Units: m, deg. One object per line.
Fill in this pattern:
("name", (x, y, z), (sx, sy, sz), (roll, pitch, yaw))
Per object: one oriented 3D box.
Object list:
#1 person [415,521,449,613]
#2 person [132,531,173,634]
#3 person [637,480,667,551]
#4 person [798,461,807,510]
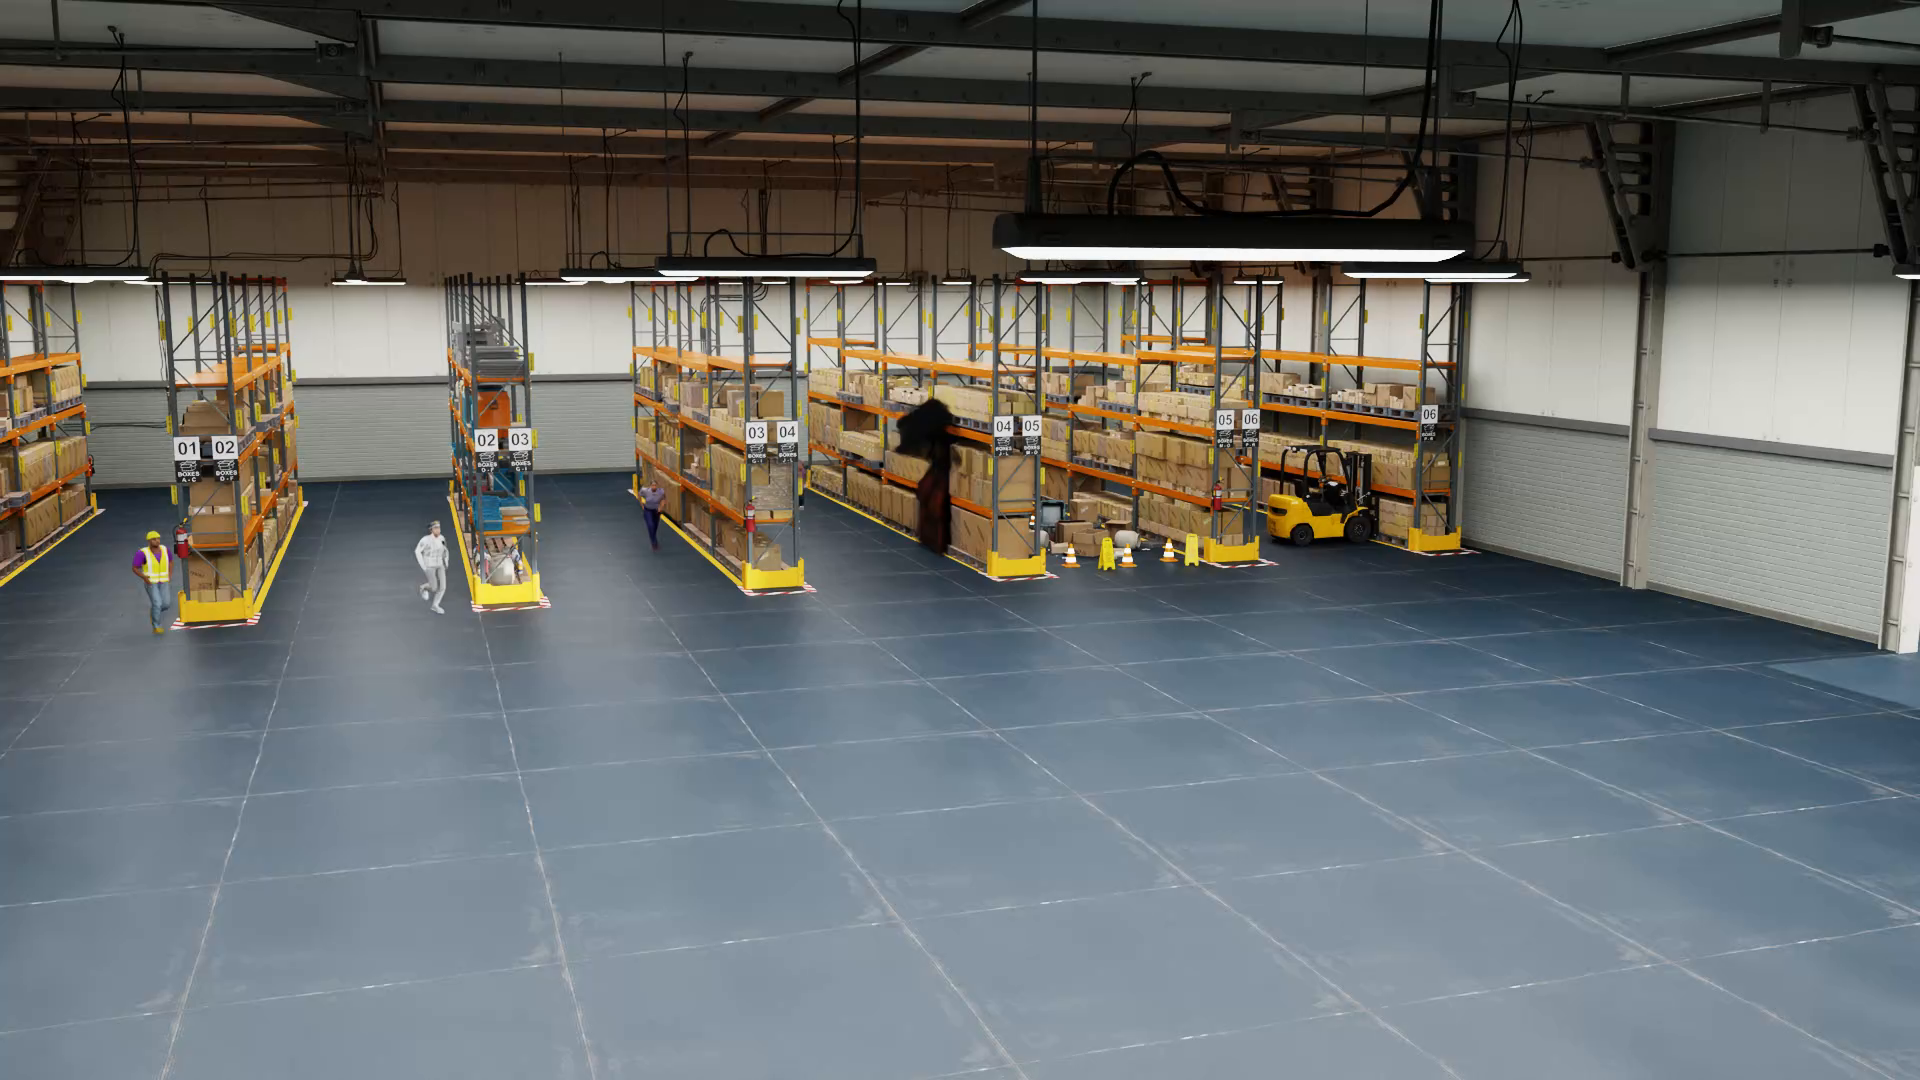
("person", (-9.409, 0.458, 29.647), (0.611, 1.649, 0.628), (8, 11, 41))
("person", (-13.453, 0.692, 27.783), (0.652, 1.723, 0.694), (7, 11, 39))
("person", (-6.824, -0.577, 36.877), (0.641, 1.612, 0.962), (-2, 9, -15))
("person", (-4.016, -1.320, 41.212), (0.506, 1.341, 0.695), (-3, 9, -21))
